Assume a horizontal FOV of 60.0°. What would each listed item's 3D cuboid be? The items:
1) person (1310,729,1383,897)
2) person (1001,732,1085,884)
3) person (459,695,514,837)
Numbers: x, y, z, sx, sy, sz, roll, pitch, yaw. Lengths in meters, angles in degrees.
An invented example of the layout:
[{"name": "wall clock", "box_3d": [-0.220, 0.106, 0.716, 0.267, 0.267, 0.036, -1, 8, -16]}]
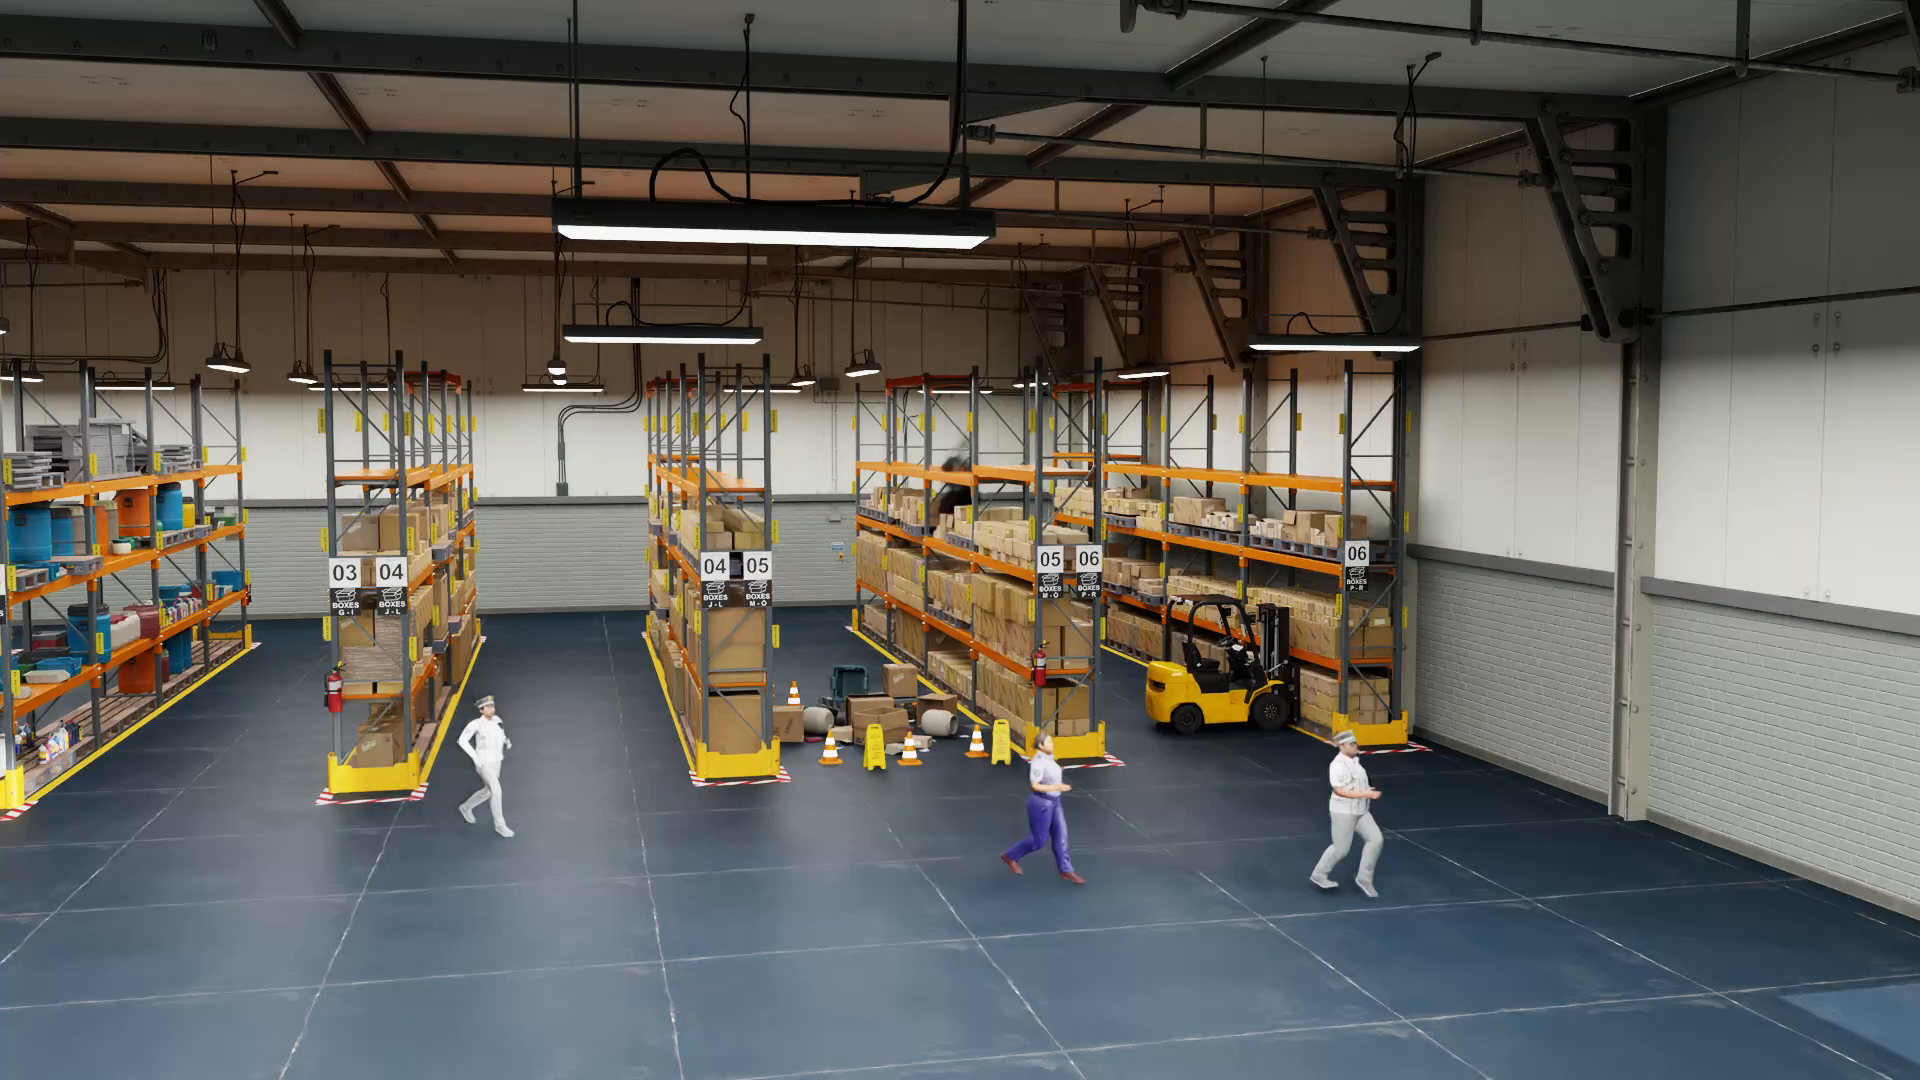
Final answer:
[{"name": "person", "box_3d": [4.143, 2.913, 17.722, 0.773, 1.830, 0.670, 3, 5, 39]}, {"name": "person", "box_3d": [0.910, 2.914, 18.108, 0.925, 1.634, 0.606, 2, 4, 22]}, {"name": "person", "box_3d": [-5.786, 2.741, 20.390, 0.828, 1.712, 0.602, 2, 4, 27]}]
